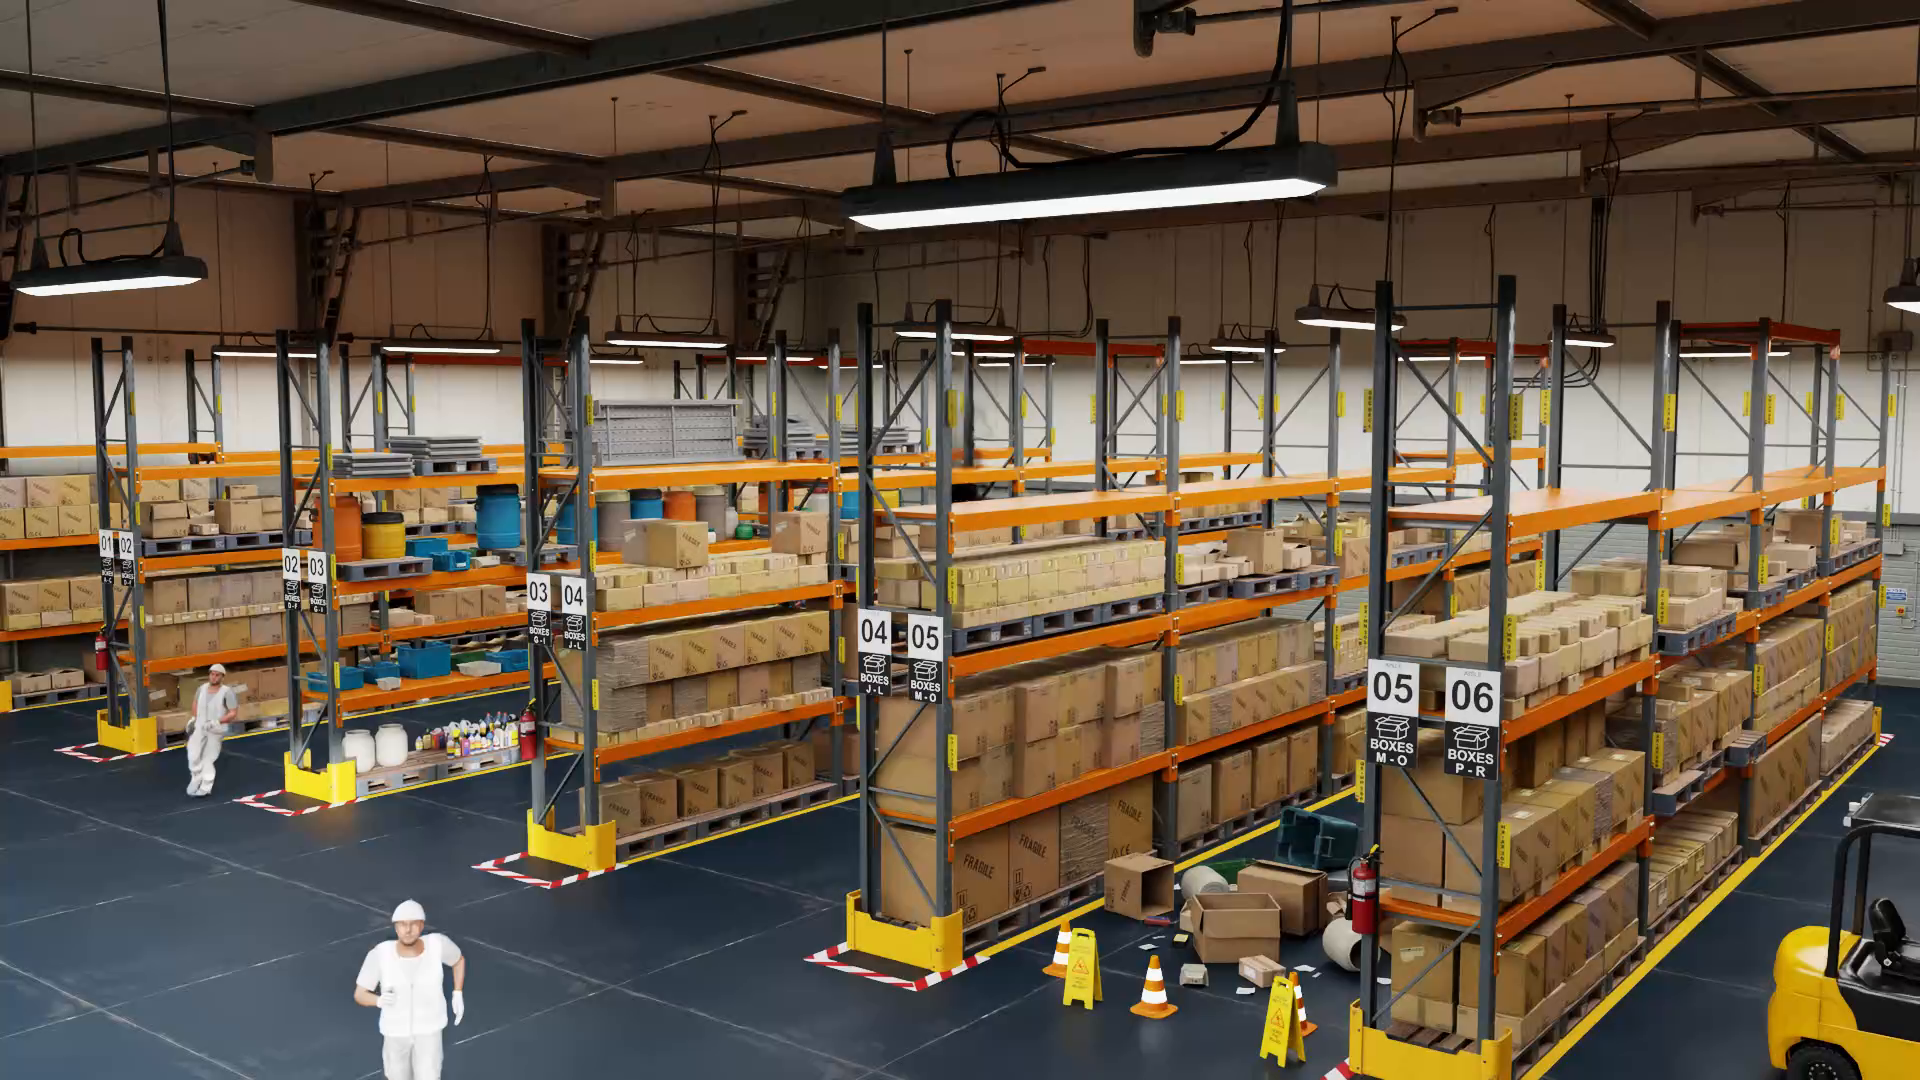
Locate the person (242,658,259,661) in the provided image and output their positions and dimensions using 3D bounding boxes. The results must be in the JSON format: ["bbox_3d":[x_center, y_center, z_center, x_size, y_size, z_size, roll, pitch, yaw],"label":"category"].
[{"bbox_3d":[-11.917,1.889,28.065,0.626,1.664,0.811,3,6,30],"label":"person"}]

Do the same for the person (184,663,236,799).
[{"bbox_3d":[-9.587,2.435,21.206,0.694,1.715,0.653,0,5,-3],"label":"person"}]

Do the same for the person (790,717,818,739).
[{"bbox_3d":[-2.342,1.978,23.852,0.545,1.786,0.700,3,6,35],"label":"person"}]

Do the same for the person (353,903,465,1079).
[{"bbox_3d":[-3.654,3.284,11.073,0.667,1.776,0.956,-1,5,-15],"label":"person"}]
